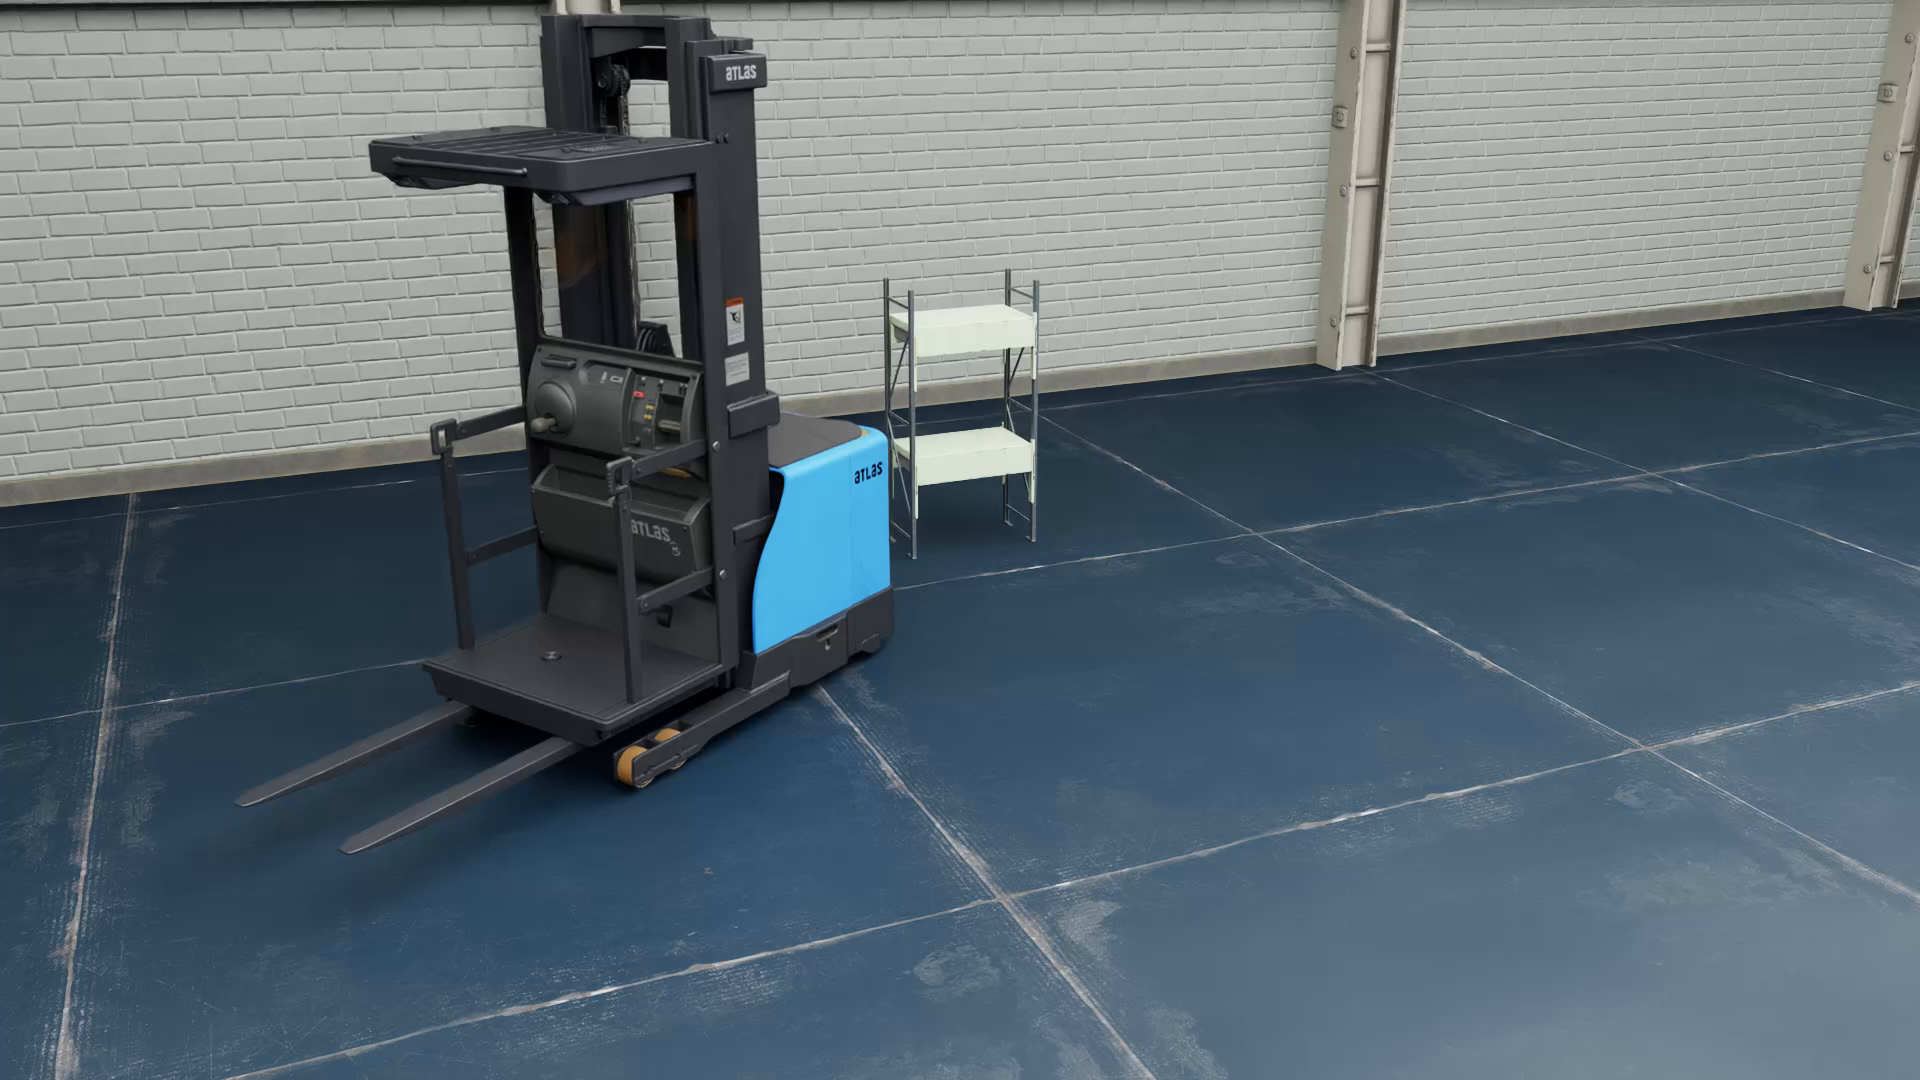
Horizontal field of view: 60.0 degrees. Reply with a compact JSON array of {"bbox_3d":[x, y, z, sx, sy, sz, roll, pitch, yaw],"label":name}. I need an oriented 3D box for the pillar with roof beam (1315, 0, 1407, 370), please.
[{"bbox_3d":[4.856,-4.372,8.390,0.400,9.000,9.100,-8,21,-22],"label":"pillar with roof beam"}]

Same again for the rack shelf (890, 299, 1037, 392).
[{"bbox_3d":[0.006,-1.076,9.146,0.720,0.370,0.431,-8,21,-22],"label":"rack shelf"}]

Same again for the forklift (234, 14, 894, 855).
[{"bbox_3d":[-1.556,-0.564,6.711,1.130,2.935,3.031,12,23,32],"label":"forklift"}]

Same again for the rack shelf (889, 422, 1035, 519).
[{"bbox_3d":[0.006,-0.401,9.384,0.720,0.370,0.431,-8,21,-22],"label":"rack shelf"}]

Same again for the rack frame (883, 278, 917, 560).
[{"bbox_3d":[-0.330,-0.660,9.139,0.023,1.500,0.400,-8,21,-22],"label":"rack frame"}]

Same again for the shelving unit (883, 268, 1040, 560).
[{"bbox_3d":[0.006,-0.708,9.275,0.755,1.500,0.431,-8,21,-22],"label":"shelving unit"}]

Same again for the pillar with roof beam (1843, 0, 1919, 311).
[{"bbox_3d":[10.365,-5.162,10.632,0.400,9.000,9.100,-8,21,-22],"label":"pillar with roof beam"}]

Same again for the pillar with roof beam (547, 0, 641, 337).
[{"bbox_3d":[-0.653,-3.583,6.149,0.400,9.000,9.100,-8,21,-22],"label":"pillar with roof beam"}]

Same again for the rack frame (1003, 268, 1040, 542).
[{"bbox_3d":[0.342,-0.756,9.412,0.023,1.500,0.400,-8,21,-22],"label":"rack frame"}]
